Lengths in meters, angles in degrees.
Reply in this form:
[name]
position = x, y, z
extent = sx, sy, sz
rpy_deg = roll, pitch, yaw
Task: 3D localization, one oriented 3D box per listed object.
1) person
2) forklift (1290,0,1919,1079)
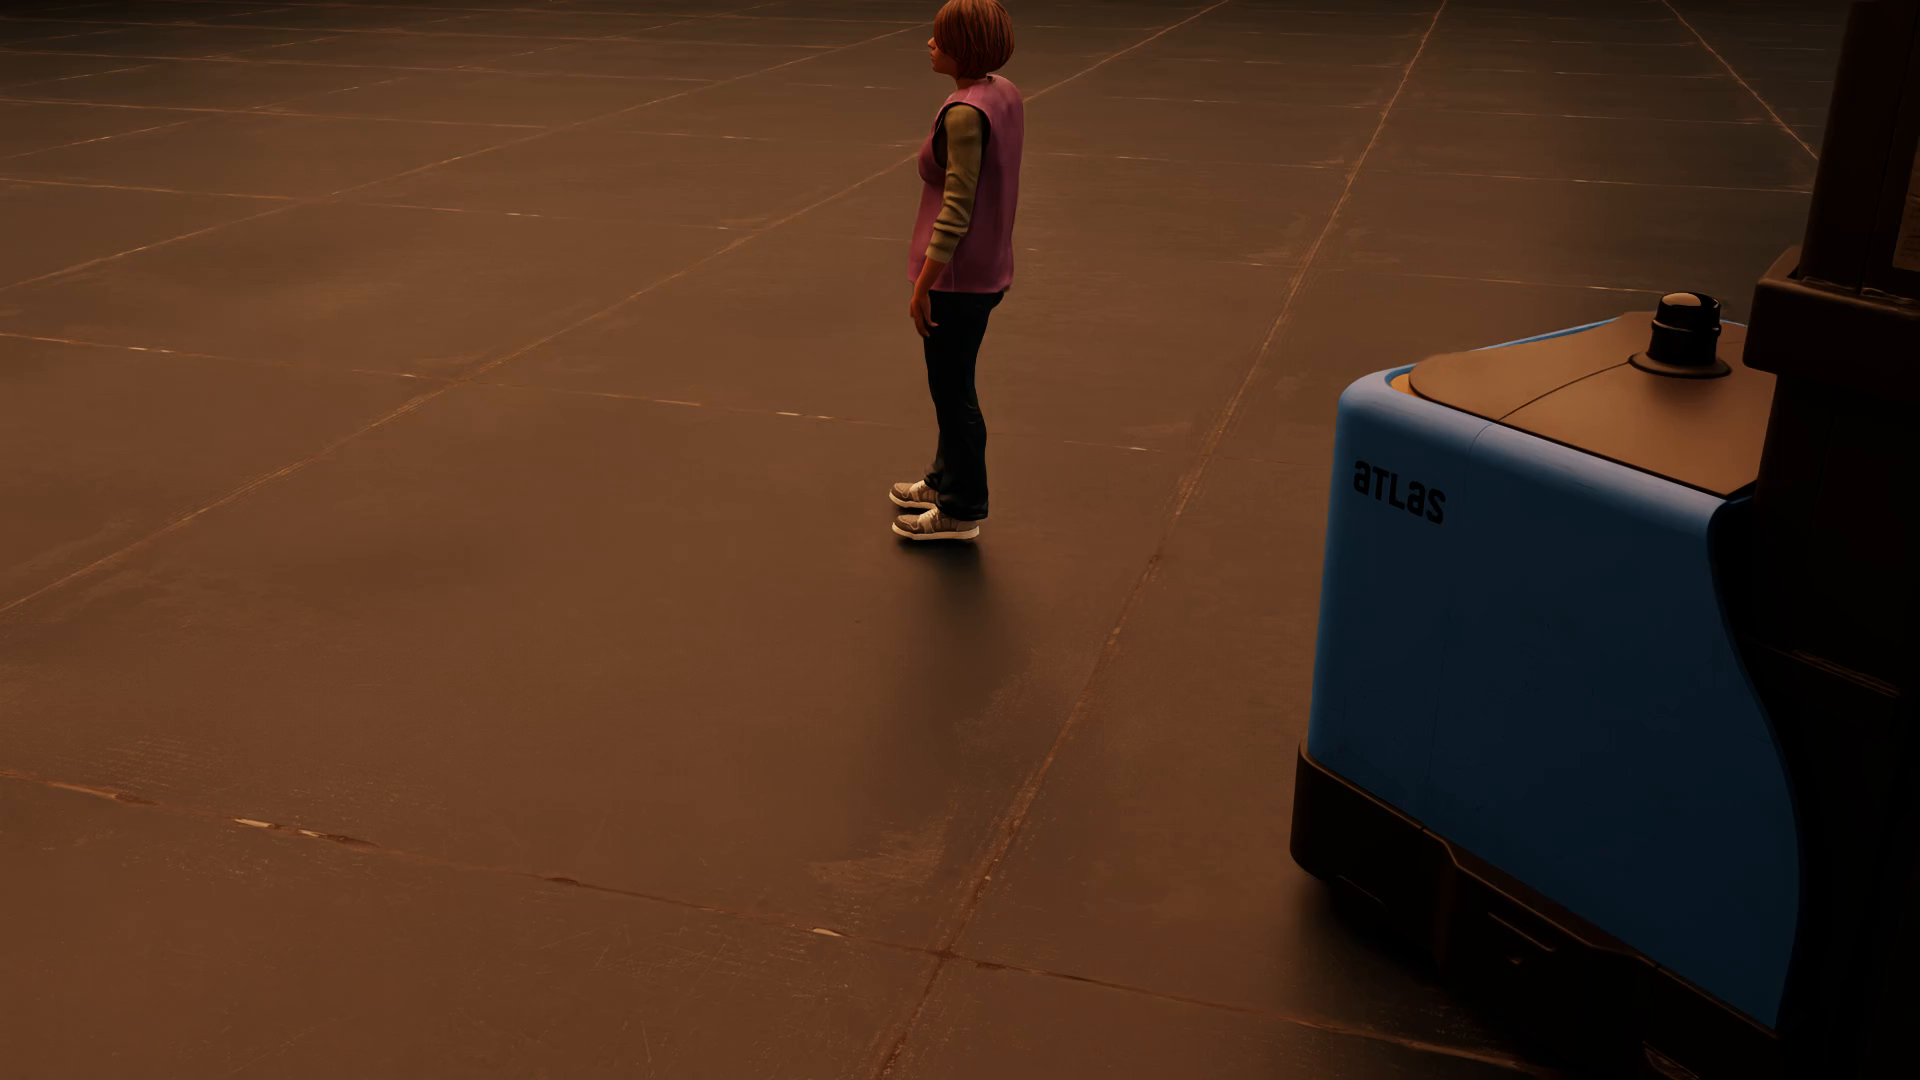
[person]
position = -0.067, -0.758, 4.846
extent = 0.473, 1.599, 0.521
rpy_deg = 7, 23, 16
[forklift]
position = 1.905, -0.290, 1.981
extent = 1.130, 2.935, 3.031
rpy_deg = -14, 26, -31
